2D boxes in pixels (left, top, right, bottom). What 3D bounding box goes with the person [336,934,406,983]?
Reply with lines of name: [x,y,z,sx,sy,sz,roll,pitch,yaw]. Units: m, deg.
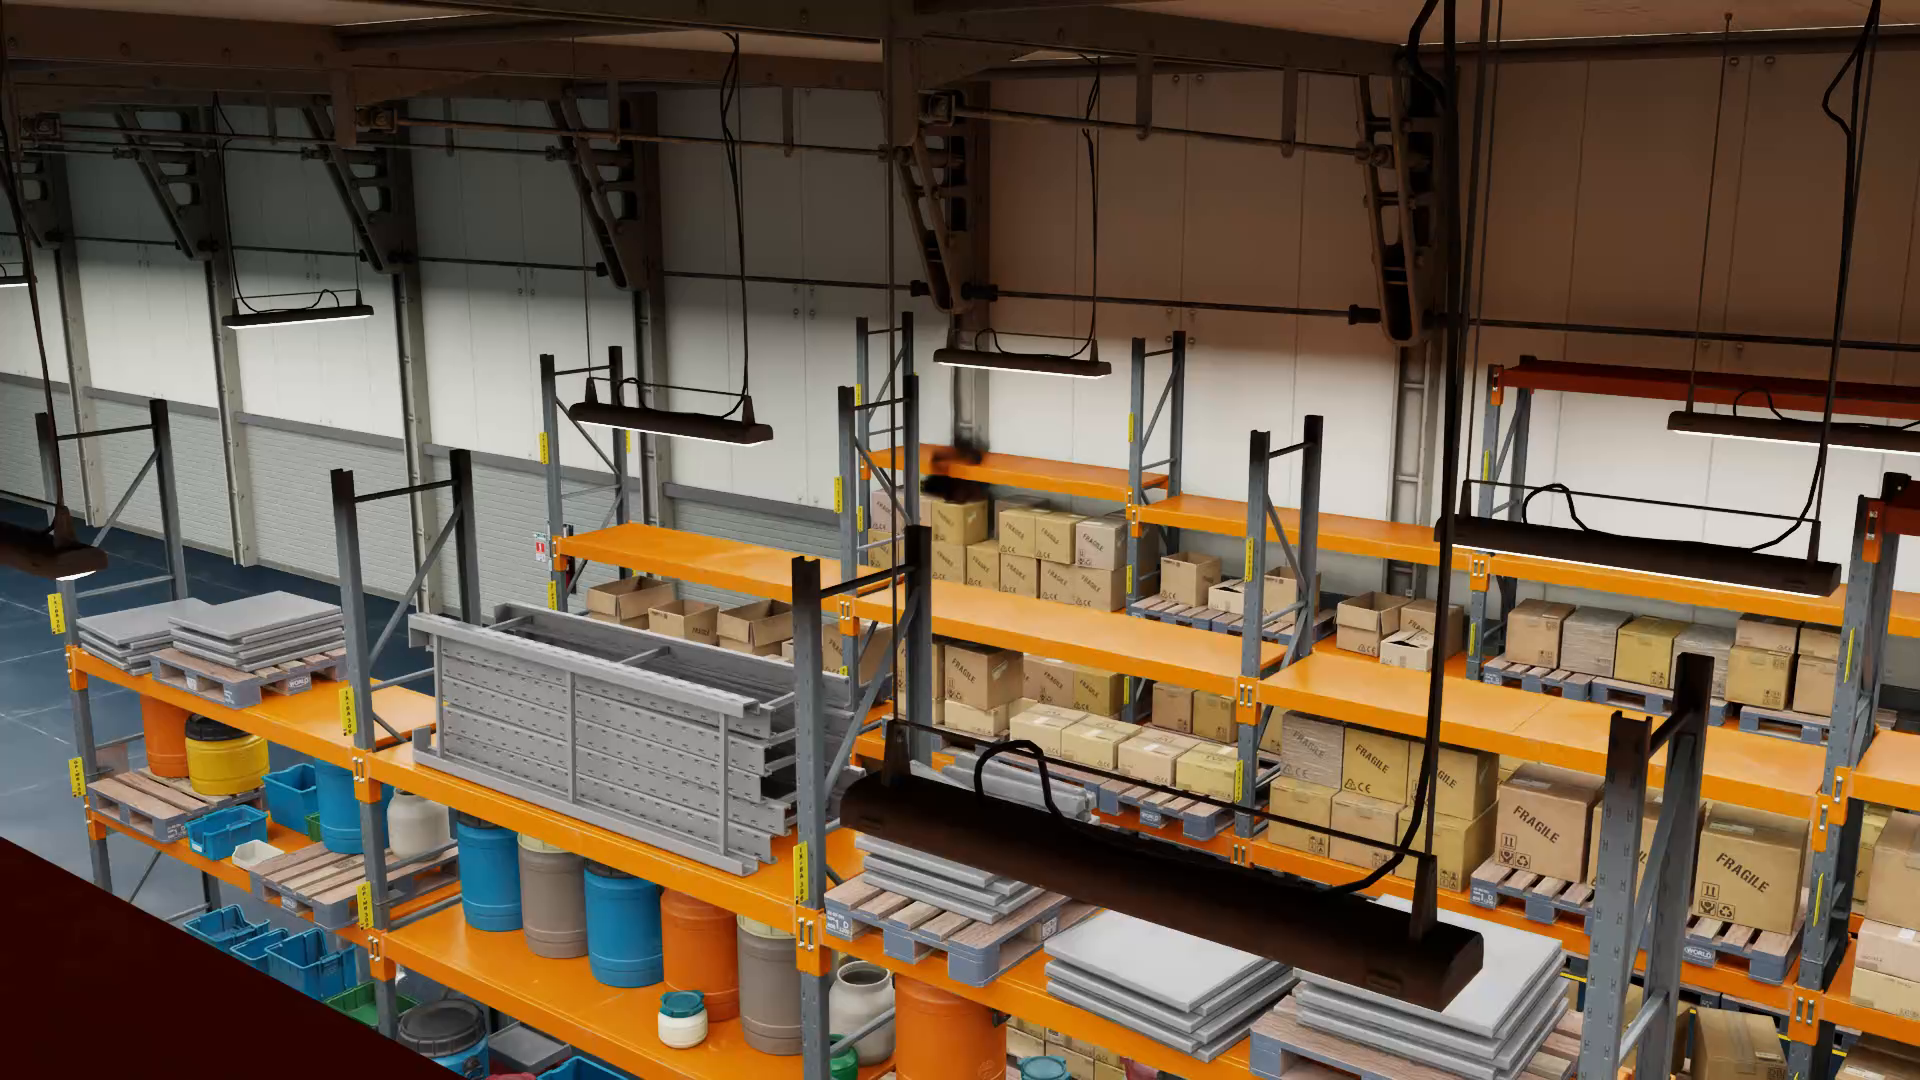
person: [-5.779,3.631,16.032,0.747,1.631,0.573,2,13,9]
